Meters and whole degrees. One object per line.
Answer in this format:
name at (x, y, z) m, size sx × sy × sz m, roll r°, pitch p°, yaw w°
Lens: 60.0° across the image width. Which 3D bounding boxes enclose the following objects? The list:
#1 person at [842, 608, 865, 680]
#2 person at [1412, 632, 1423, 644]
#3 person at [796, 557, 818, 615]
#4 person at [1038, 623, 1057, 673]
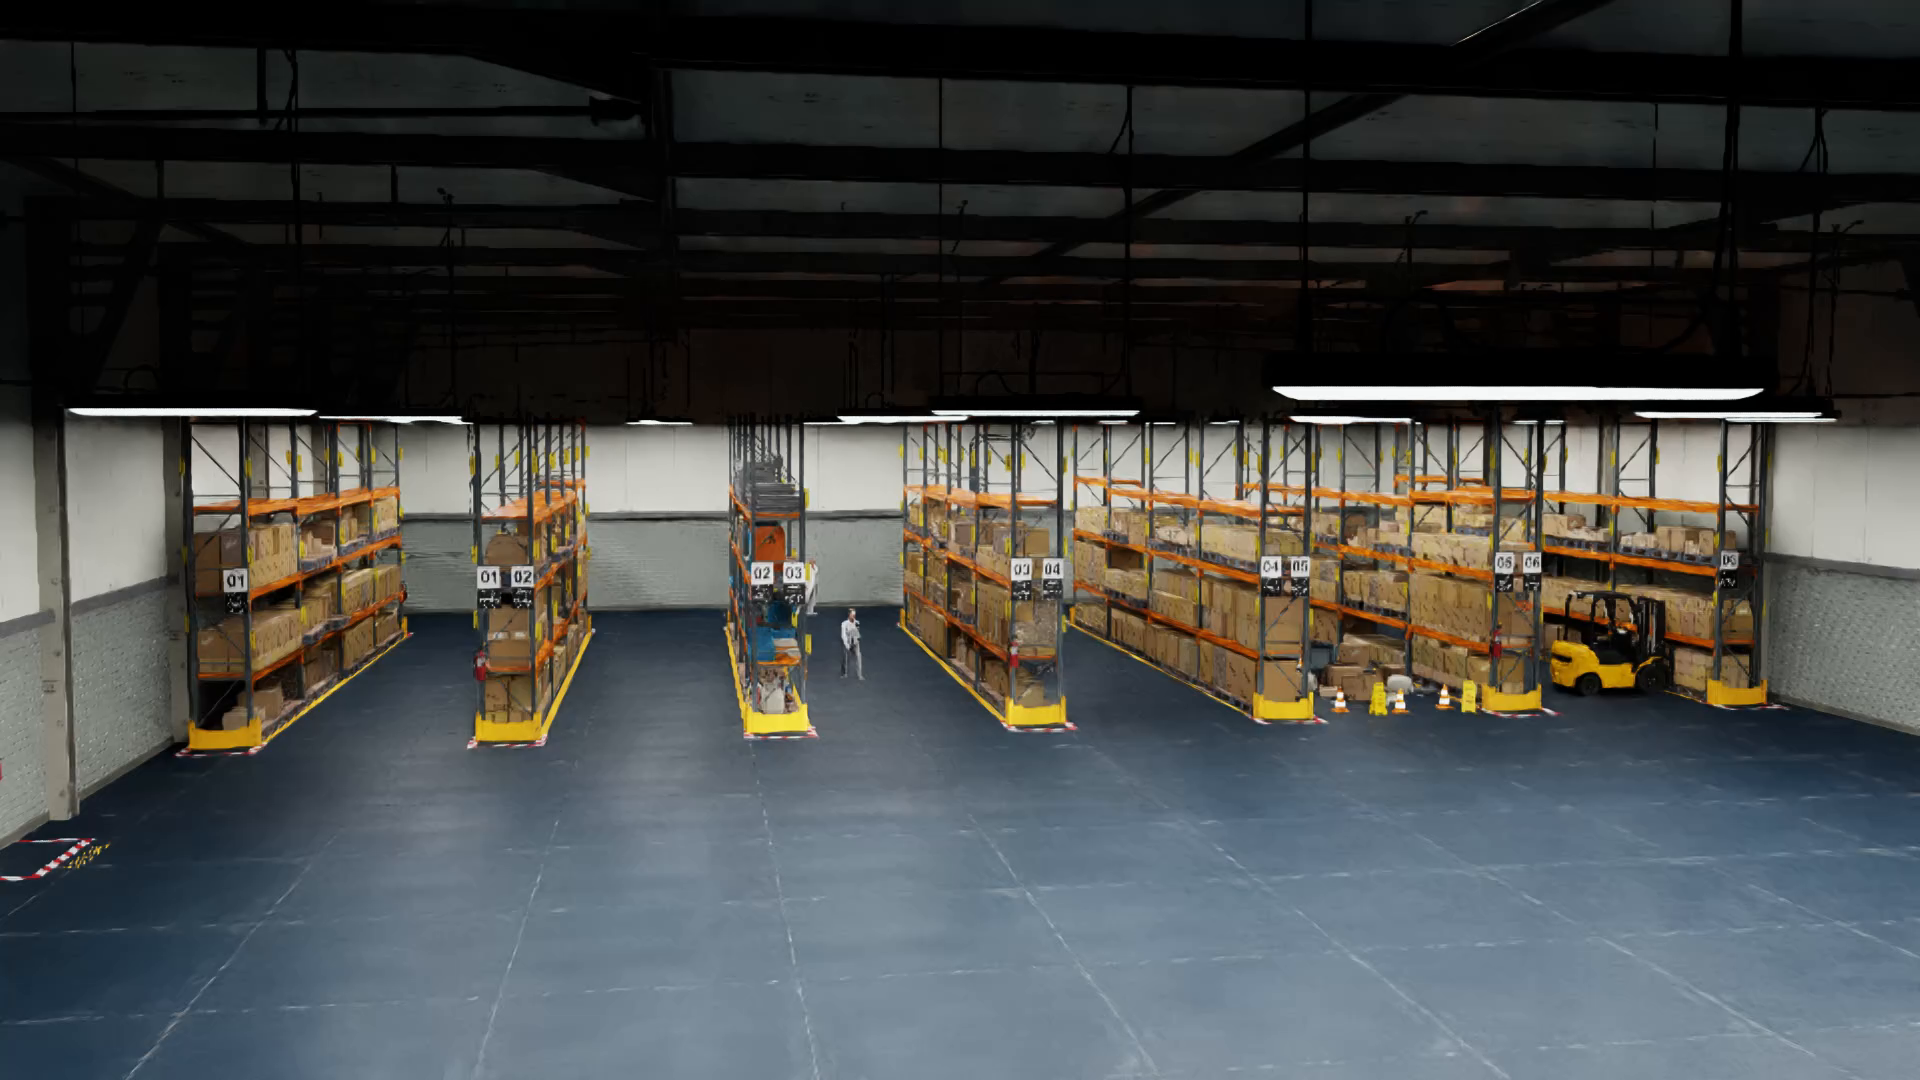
person at (-2.463, 2.336, 37.640) m, size 0.479 × 1.621 × 0.993 m, roll -1°, pitch 4°, yaw -17°
person at (11.526, 1.987, 41.554) m, size 0.451 × 1.789 × 0.605 m, roll -3°, pitch 5°, yaw -37°
person at (-4.633, 1.397, 50.585) m, size 0.558 × 1.767 × 0.766 m, roll 3°, pitch 5°, yaw 41°
person at (2.041, 2.330, 38.677) m, size 0.566 × 1.541 × 0.519 m, roll -1°, pitch 4°, yaw -12°
